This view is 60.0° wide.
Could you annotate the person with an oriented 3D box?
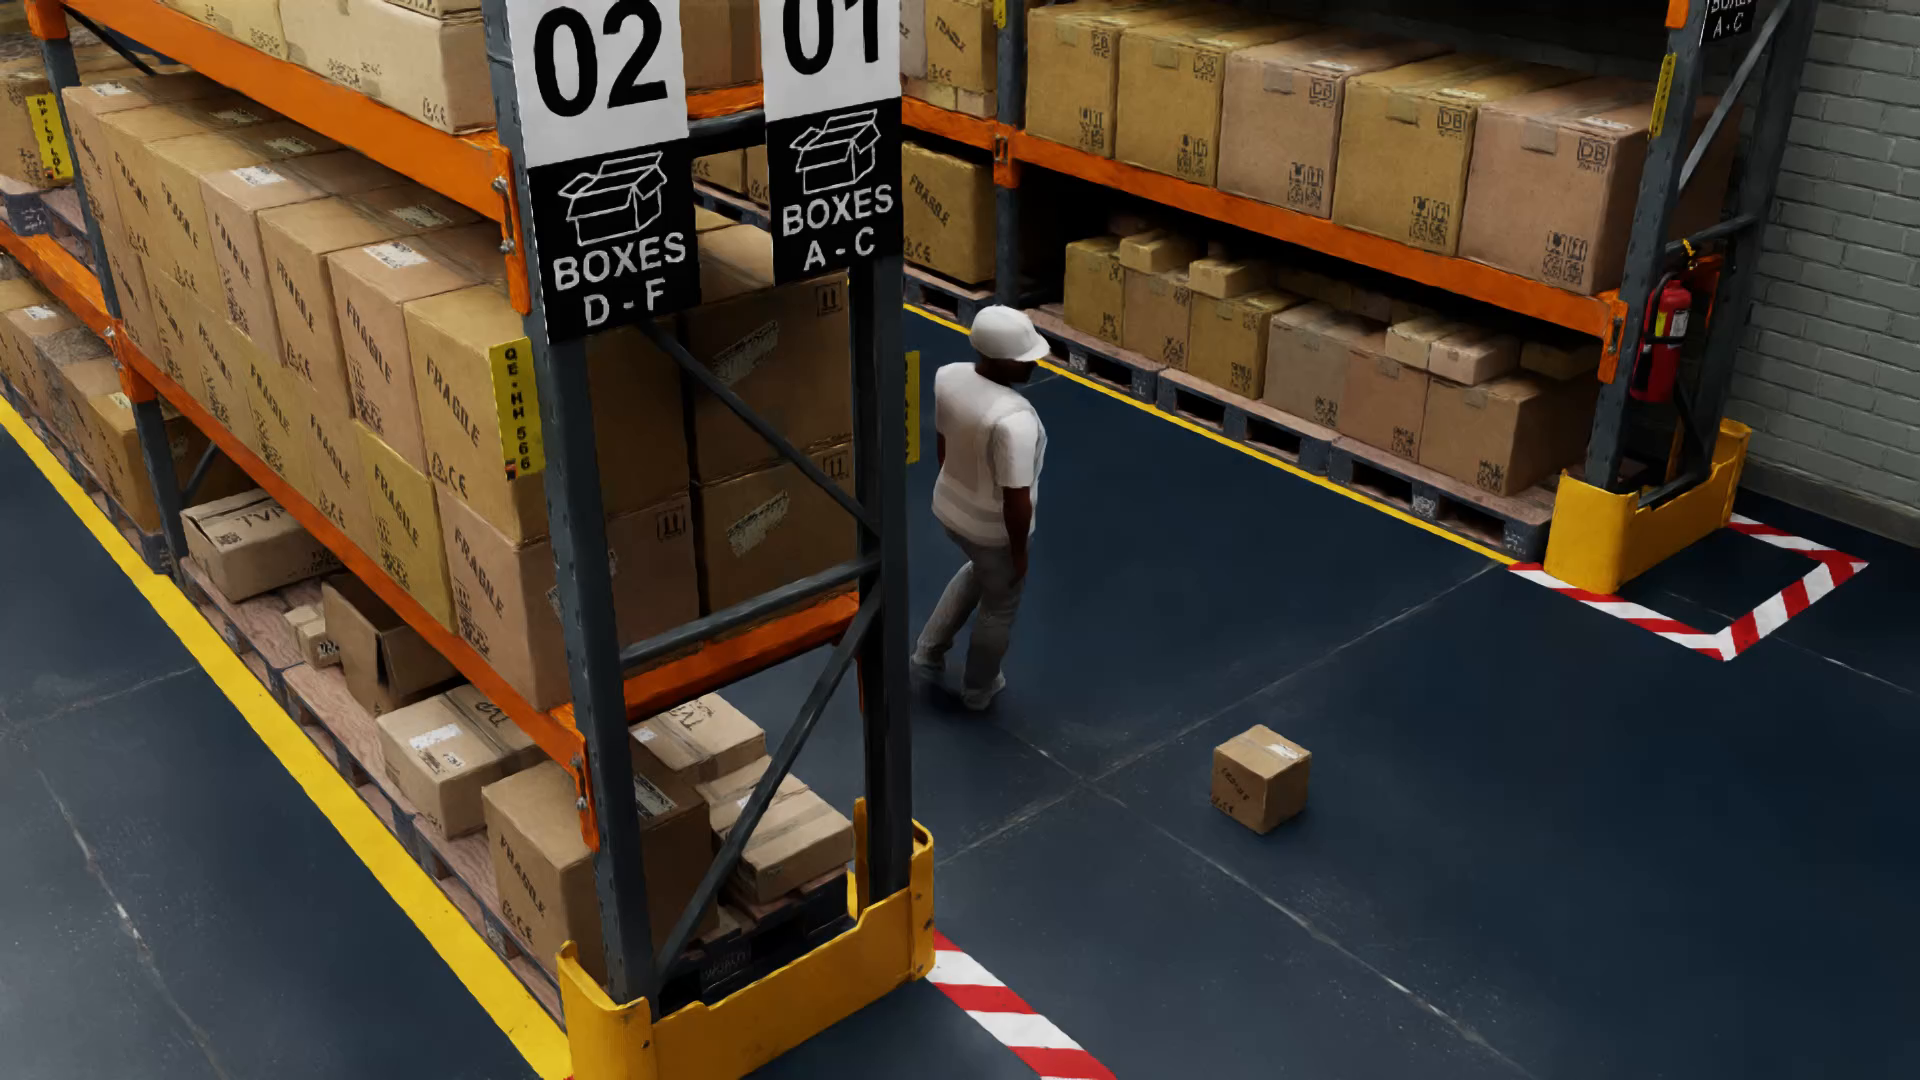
[{"bbox_3d":[0.110,-0.102,6.304,0.434,1.753,0.700,-21,34,-34],"label":"person"}]
